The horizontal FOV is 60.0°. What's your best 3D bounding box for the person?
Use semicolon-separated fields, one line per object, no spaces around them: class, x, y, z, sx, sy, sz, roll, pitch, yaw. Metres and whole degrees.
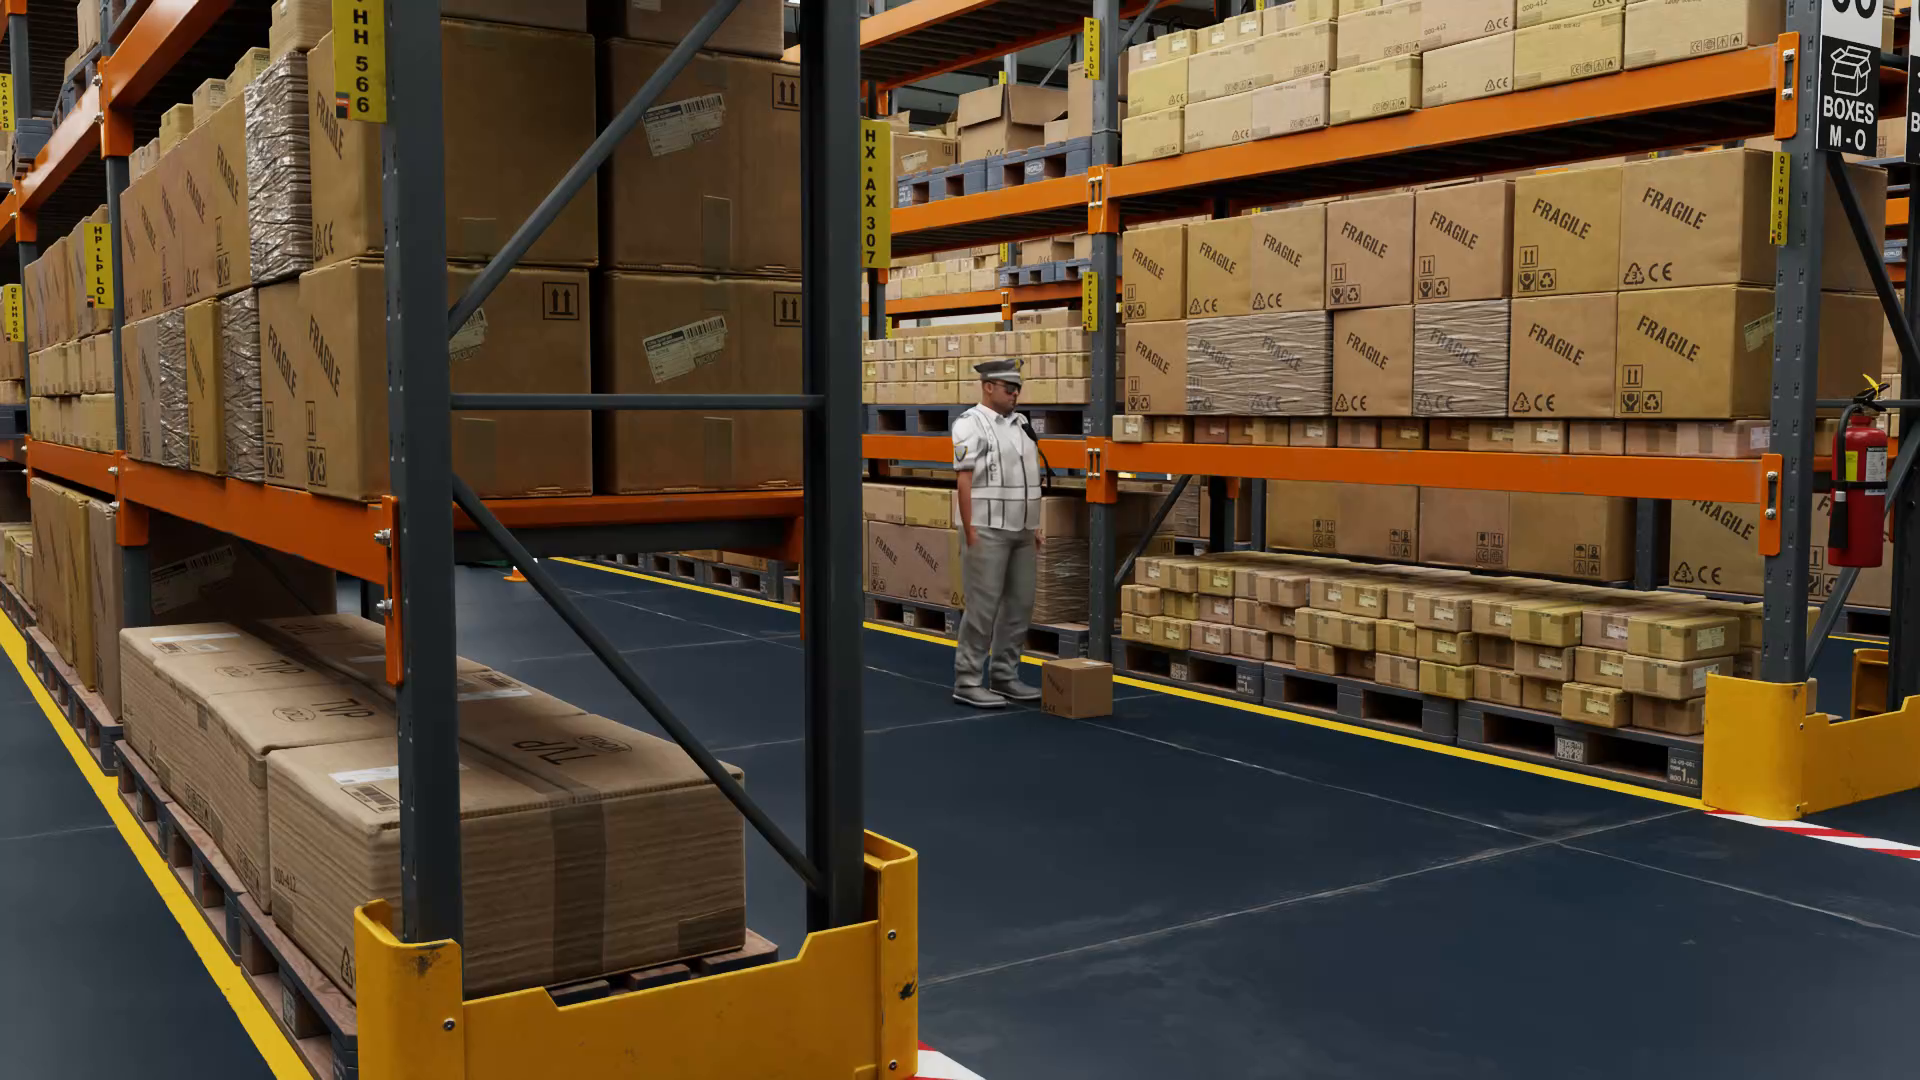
person;0.210;-0.047;8.419;0.393;1.744;0.528;4;6;44
